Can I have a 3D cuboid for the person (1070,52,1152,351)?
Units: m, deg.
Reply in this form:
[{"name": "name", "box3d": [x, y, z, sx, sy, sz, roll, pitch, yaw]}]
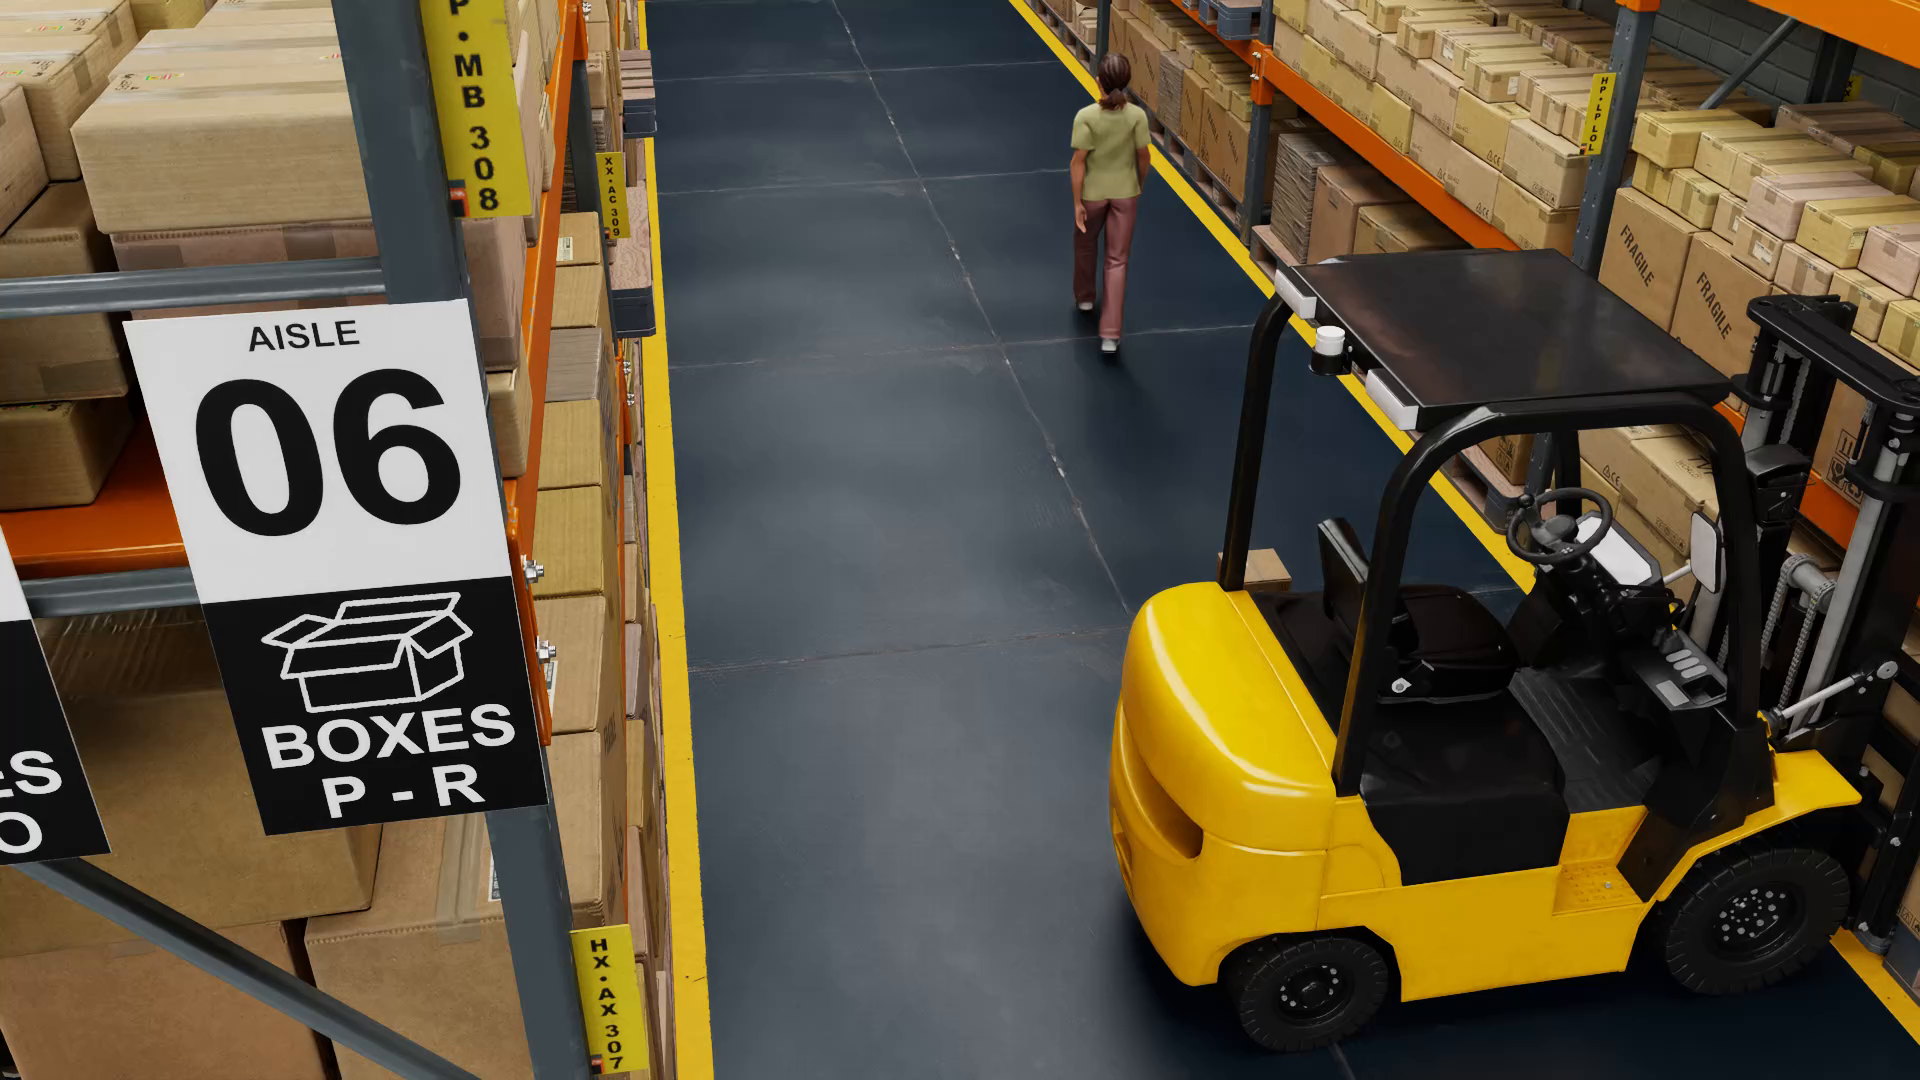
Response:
[{"name": "person", "box3d": [0.839, -1.959, 9.423, 0.455, 1.593, 0.997, 1, 31, 2]}]
